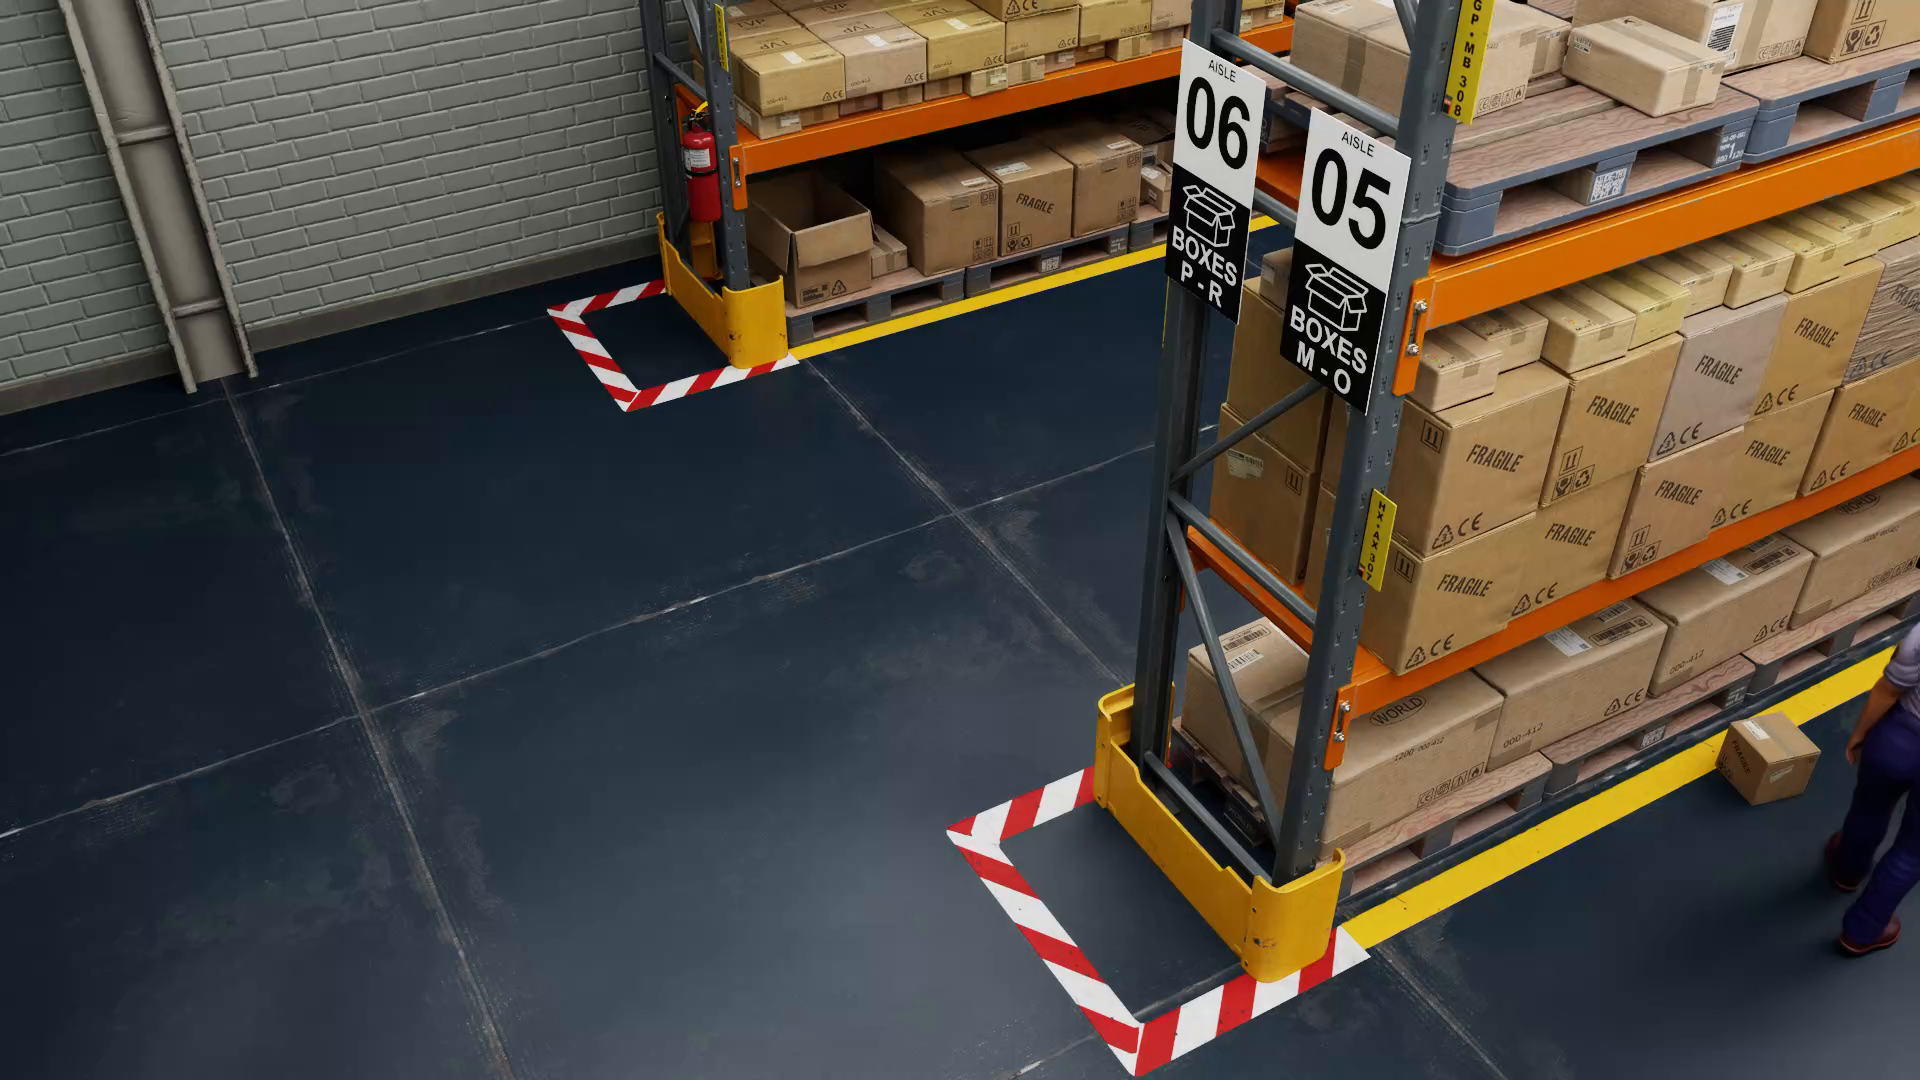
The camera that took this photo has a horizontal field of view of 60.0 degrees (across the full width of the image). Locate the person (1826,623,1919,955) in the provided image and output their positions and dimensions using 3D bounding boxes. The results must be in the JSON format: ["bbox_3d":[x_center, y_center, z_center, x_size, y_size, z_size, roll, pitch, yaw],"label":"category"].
[{"bbox_3d":[3.467,0.746,5.936,0.473,1.642,0.594,31,47,34],"label":"person"}]
